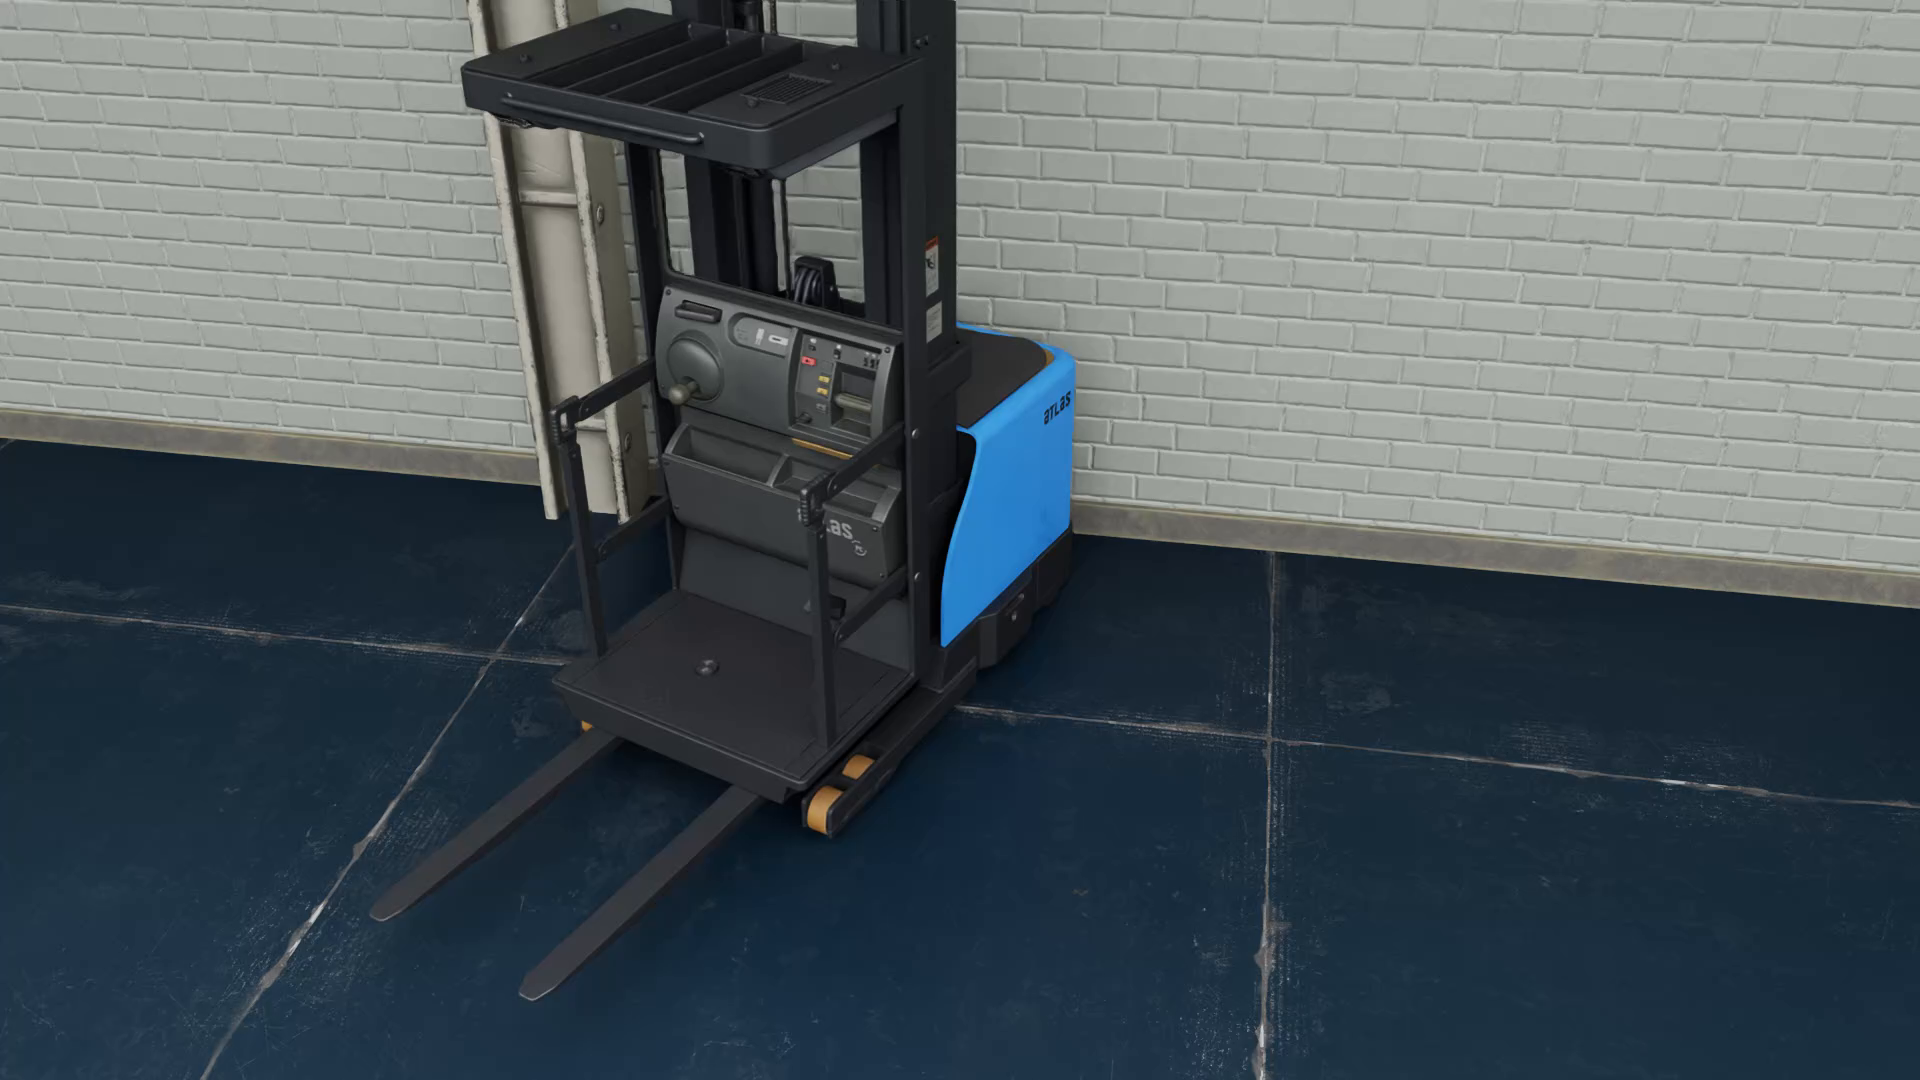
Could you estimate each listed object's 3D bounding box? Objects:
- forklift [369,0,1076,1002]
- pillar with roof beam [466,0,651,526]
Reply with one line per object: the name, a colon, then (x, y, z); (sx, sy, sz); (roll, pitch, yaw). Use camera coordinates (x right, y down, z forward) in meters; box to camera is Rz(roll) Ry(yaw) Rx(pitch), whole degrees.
forklift: (-0.726, -0.520, 5.319); (1.130, 2.935, 3.031); (18, 36, 26)
pillar with roof beam: (-2.350, -1.721, 1.519); (0.400, 9.000, 9.100); (5, 32, 8)
